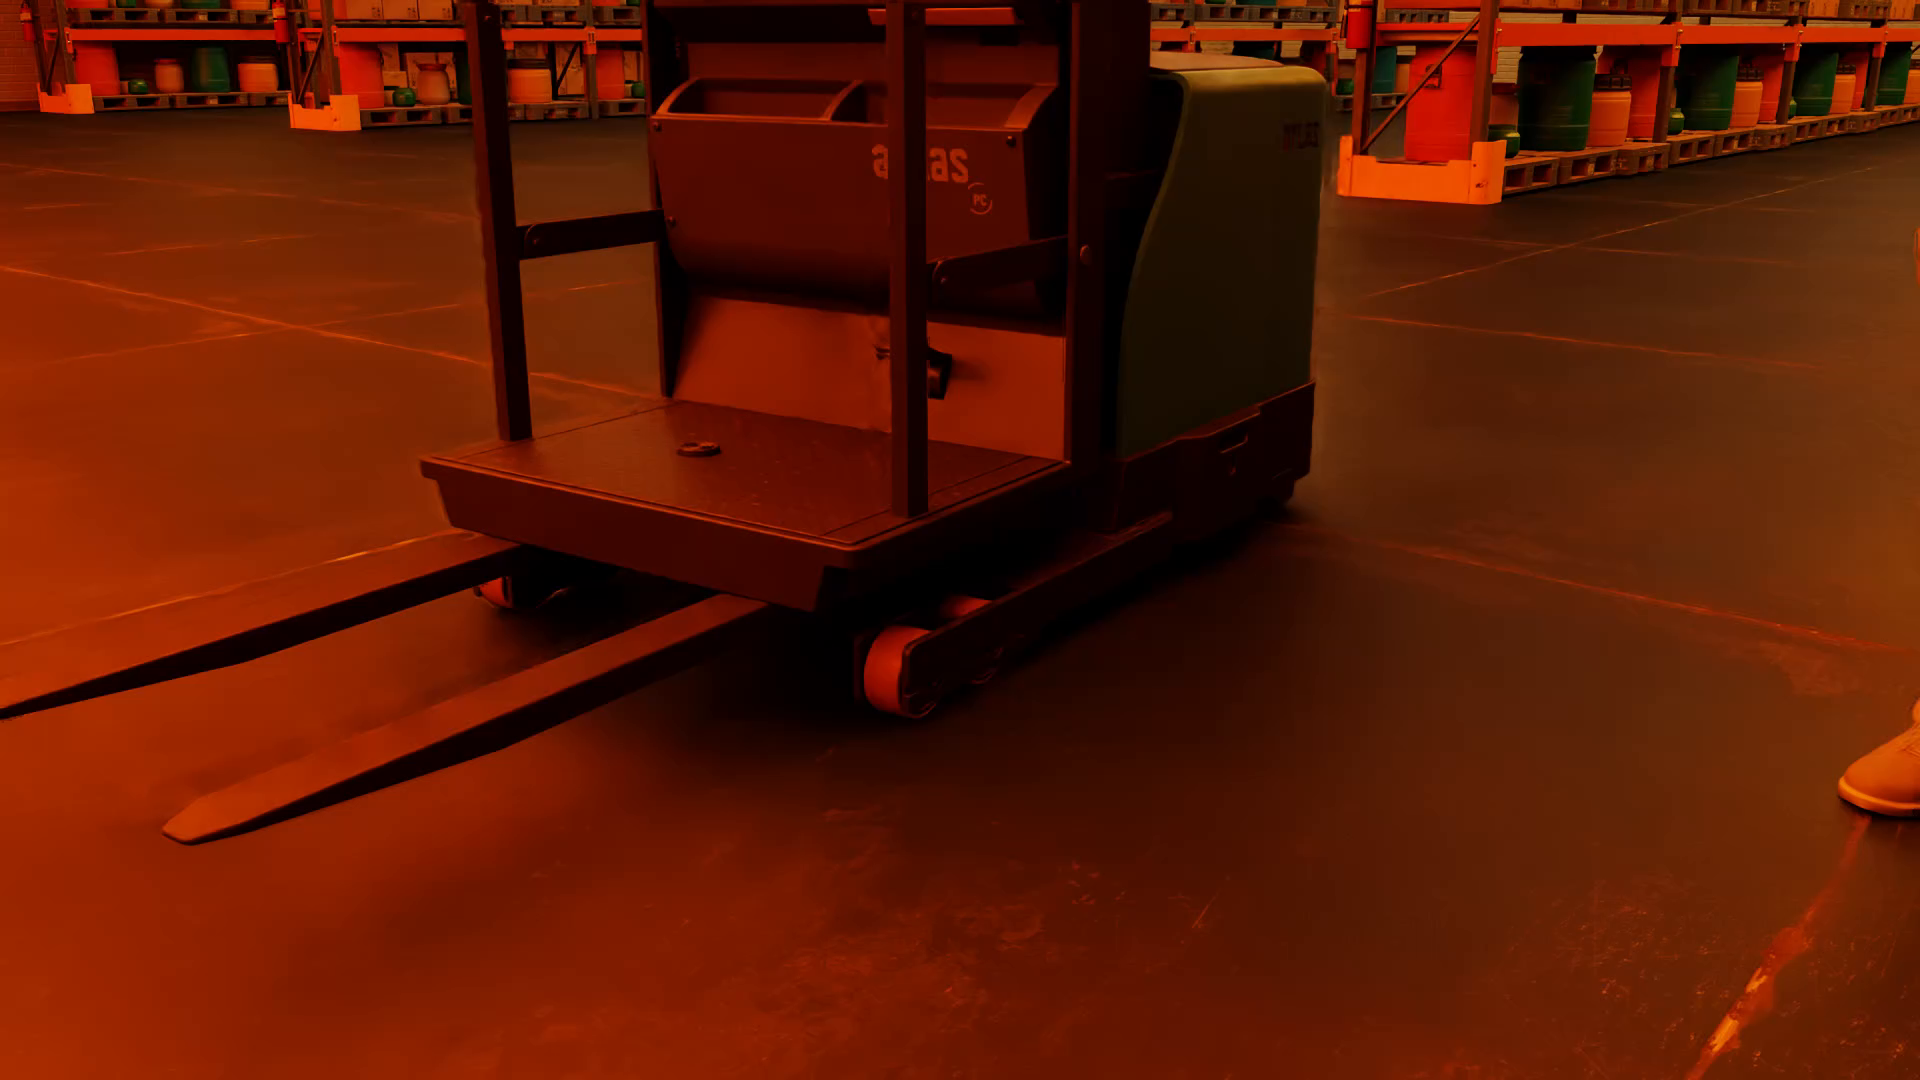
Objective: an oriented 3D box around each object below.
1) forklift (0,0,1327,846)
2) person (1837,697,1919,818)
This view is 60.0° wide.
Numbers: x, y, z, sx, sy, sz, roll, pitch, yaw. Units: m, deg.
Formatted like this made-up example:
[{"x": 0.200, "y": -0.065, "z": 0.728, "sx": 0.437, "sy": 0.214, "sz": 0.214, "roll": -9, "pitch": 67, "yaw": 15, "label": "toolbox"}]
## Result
[{"x": -0.346, "y": -1.246, "z": 3.001, "sx": 1.130, "sy": 2.935, "sz": 3.031, "roll": 11, "pitch": 20, "yaw": 33, "label": "forklift"}, {"x": 1.718, "y": -0.399, "z": 2.279, "sx": 0.480, "sy": 1.730, "sz": 0.656, "roll": -15, "pitch": 23, "yaw": -41, "label": "person"}]
